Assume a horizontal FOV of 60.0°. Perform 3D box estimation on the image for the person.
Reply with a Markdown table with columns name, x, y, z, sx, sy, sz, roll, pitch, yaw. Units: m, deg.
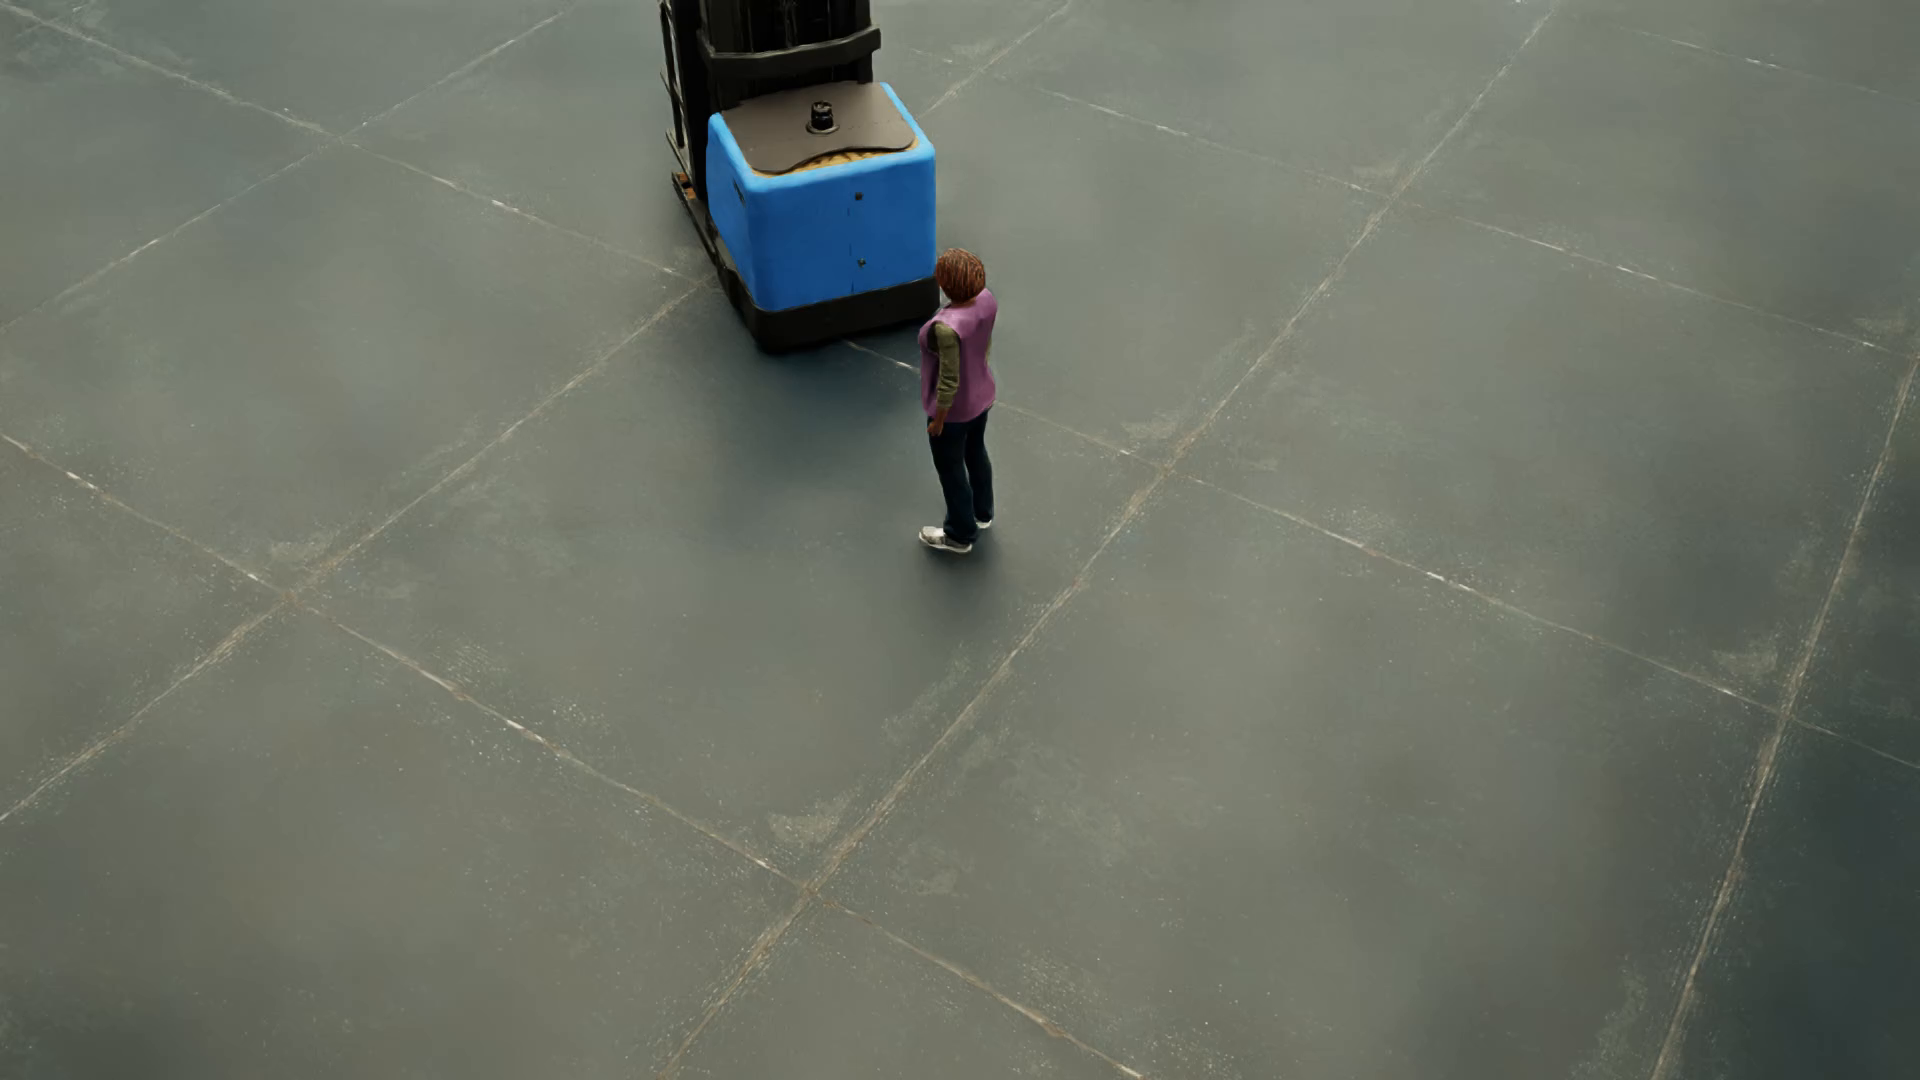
| name | x | y | z | sx | sy | sz | roll | pitch | yaw |
| --- | --- | --- | --- | --- | --- | --- | --- | --- | --- |
| person | -0.008 | -0.613 | 7.404 | 0.311 | 1.603 | 0.405 | 24 | 48 | 23 |

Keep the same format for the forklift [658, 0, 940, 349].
| name | x | y | z | sx | sy | sz | roll | pitch | yaw |
| --- | --- | --- | --- | --- | --- | --- | --- | --- | --- |
| forklift | -1.113 | -3.123 | 9.142 | 1.130 | 2.935 | 3.031 | -15 | 45 | -15 |
